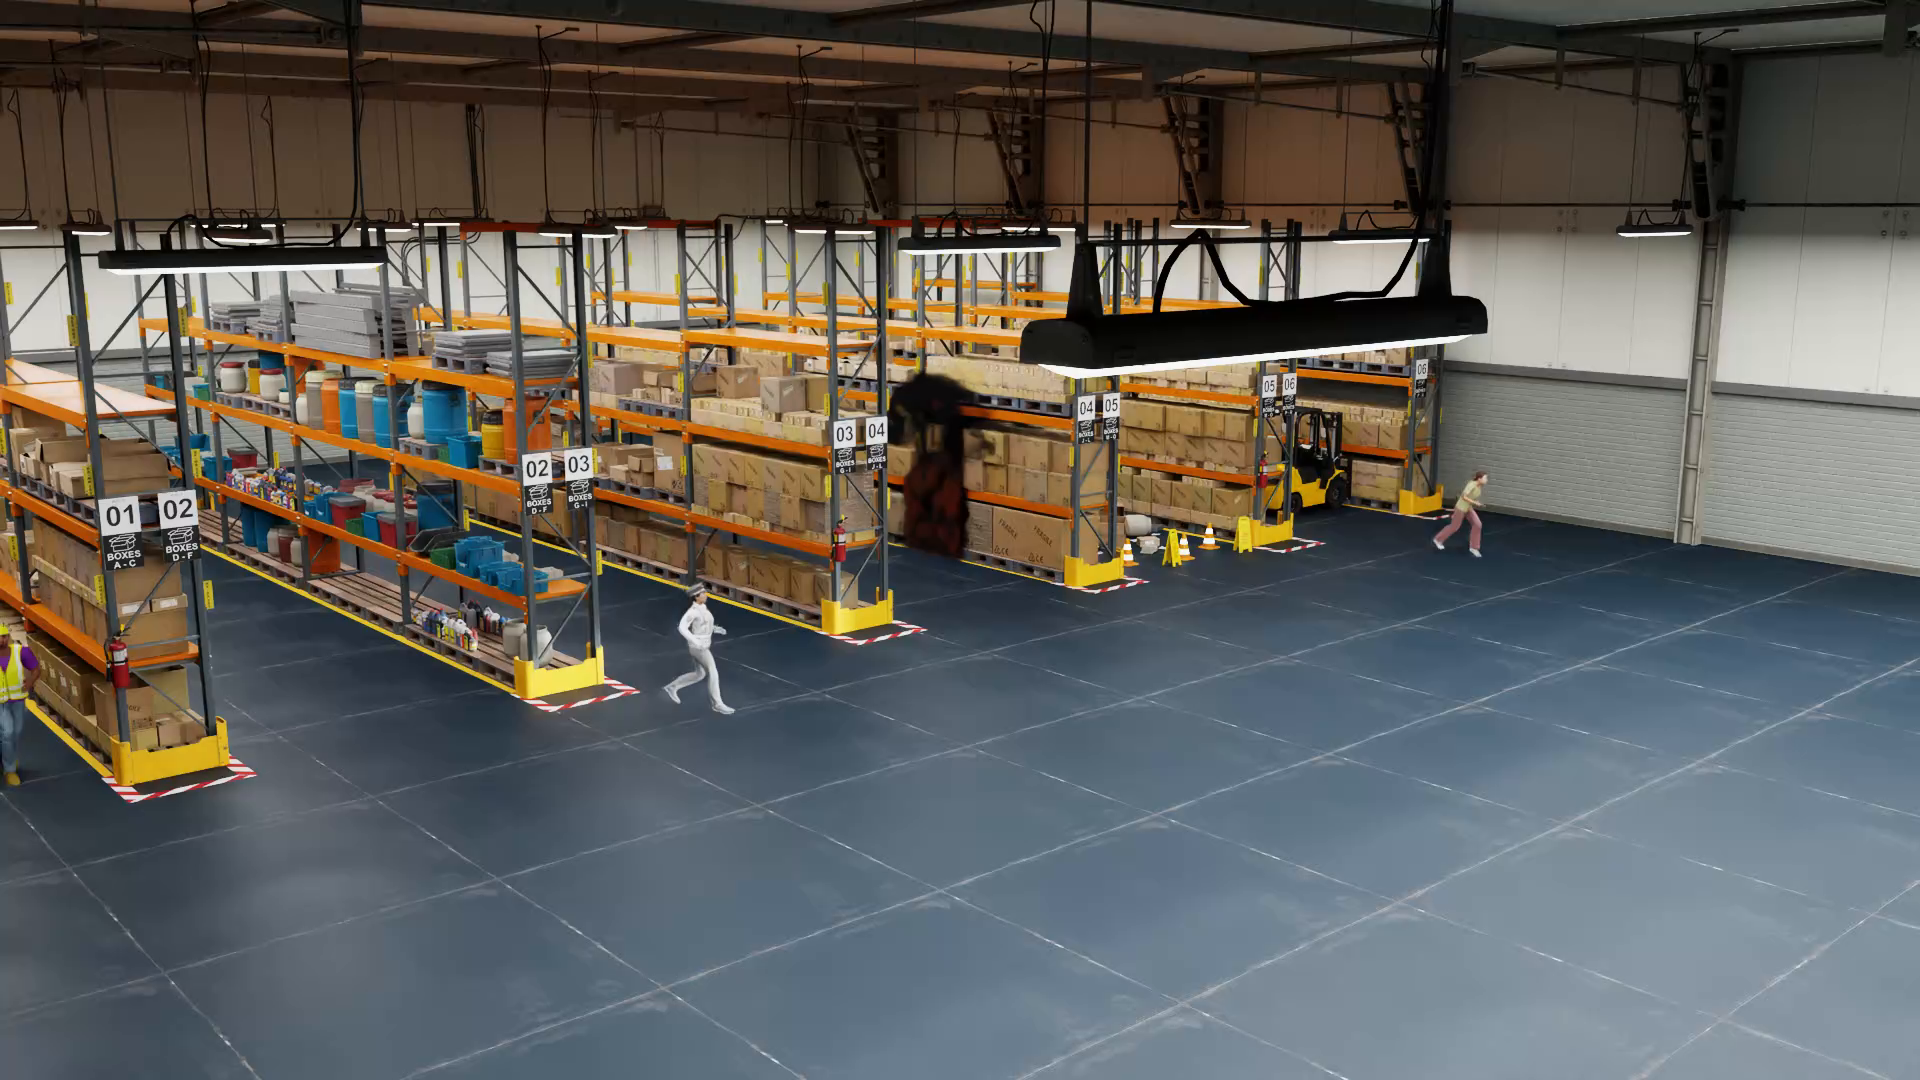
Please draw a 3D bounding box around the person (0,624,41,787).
[{"bbox_3d":[-10.636,1.792,18.571,0.687,1.820,0.824,-10,15,-41],"label":"person"}]

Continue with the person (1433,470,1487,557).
[{"bbox_3d":[9.168,-0.510,30.498,0.961,1.626,0.619,8,14,36],"label":"person"}]

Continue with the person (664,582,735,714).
[{"bbox_3d":[-3.300,1.363,20.889,0.895,1.702,0.618,0,11,-2],"label":"person"}]
